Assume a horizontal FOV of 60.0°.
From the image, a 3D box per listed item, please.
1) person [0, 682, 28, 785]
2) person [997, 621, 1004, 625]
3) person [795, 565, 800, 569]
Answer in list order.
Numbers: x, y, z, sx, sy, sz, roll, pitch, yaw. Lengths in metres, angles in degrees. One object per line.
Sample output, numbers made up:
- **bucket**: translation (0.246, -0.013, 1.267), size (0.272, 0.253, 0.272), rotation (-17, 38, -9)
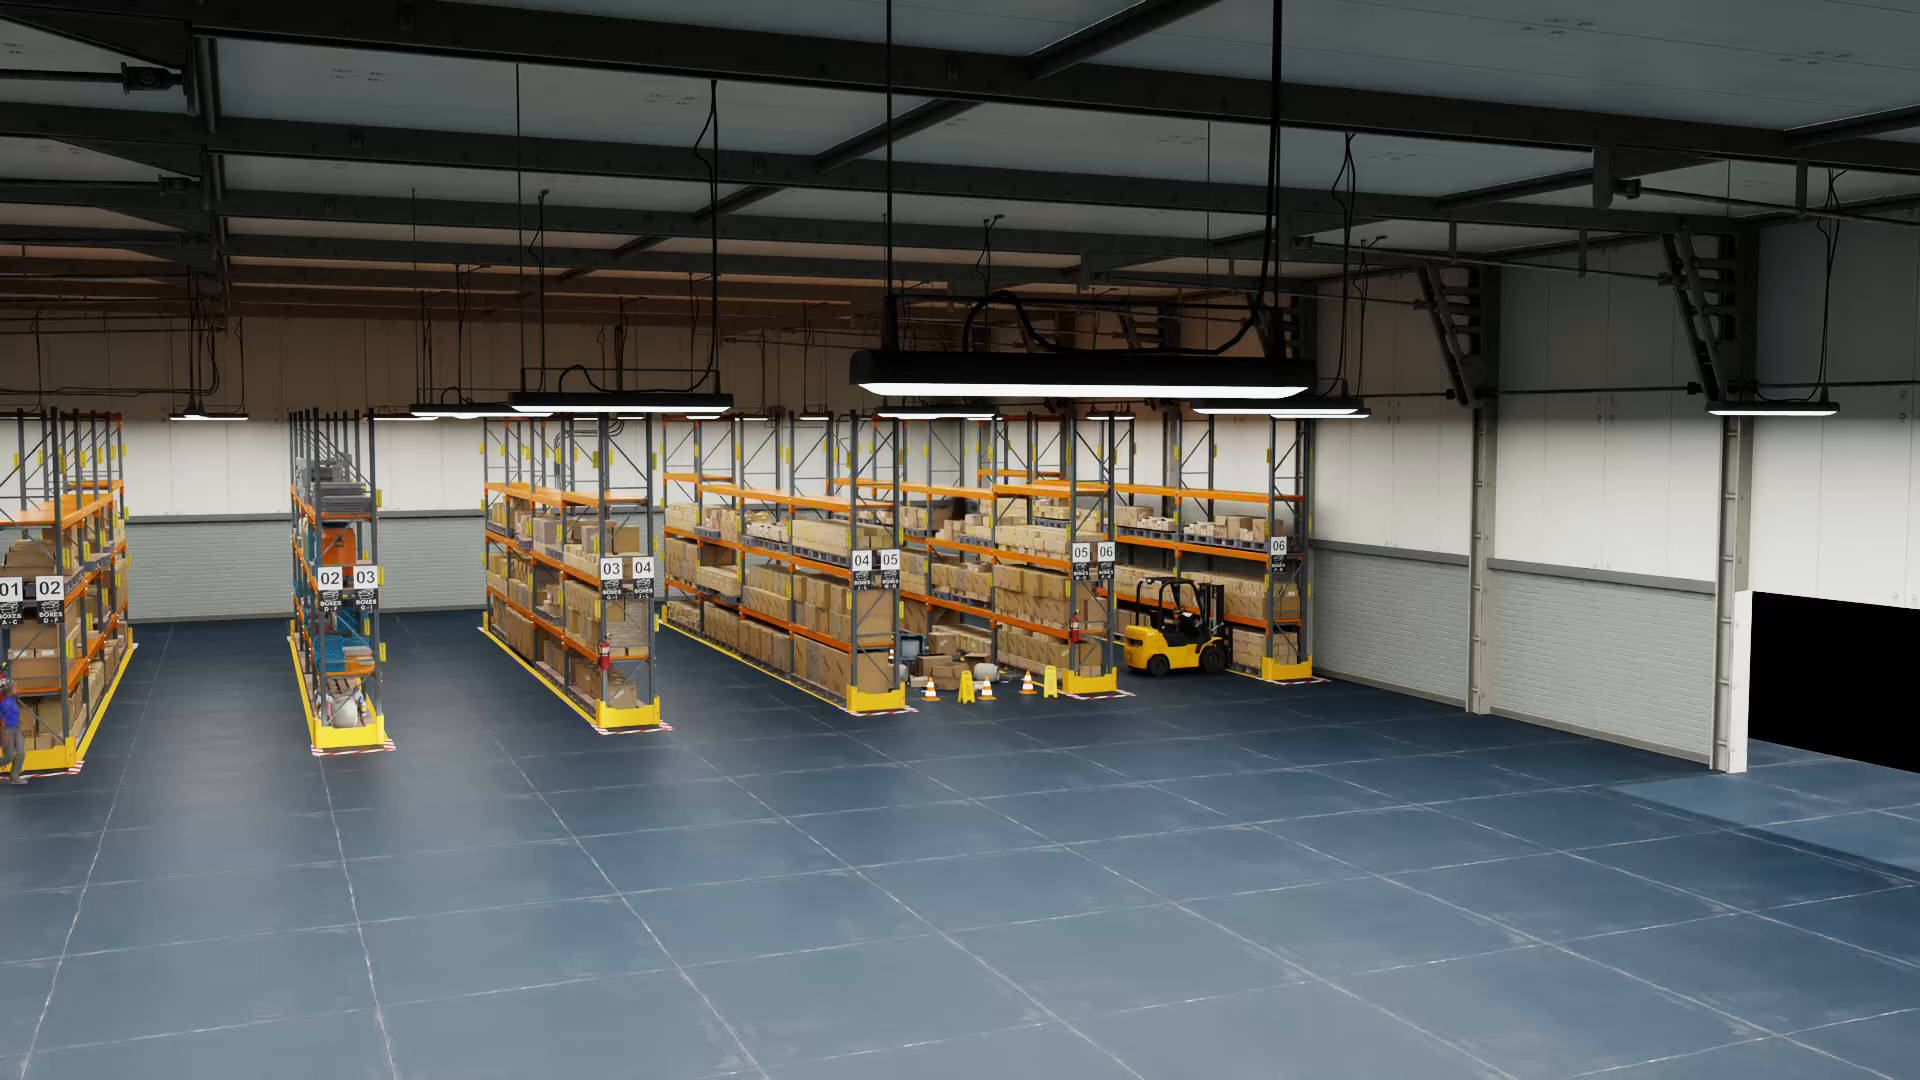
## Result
- **person**: translation (-15.084, 3.058, 26.289), size (0.587, 1.628, 0.483), rotation (1, 4, 8)
- **person**: translation (1.084, 1.609, 47.350), size (0.346, 1.601, 0.465), rotation (-3, 5, -32)
- **person**: translation (-4.222, 1.519, 43.288), size (0.556, 1.777, 0.627), rotation (-2, 5, -28)
